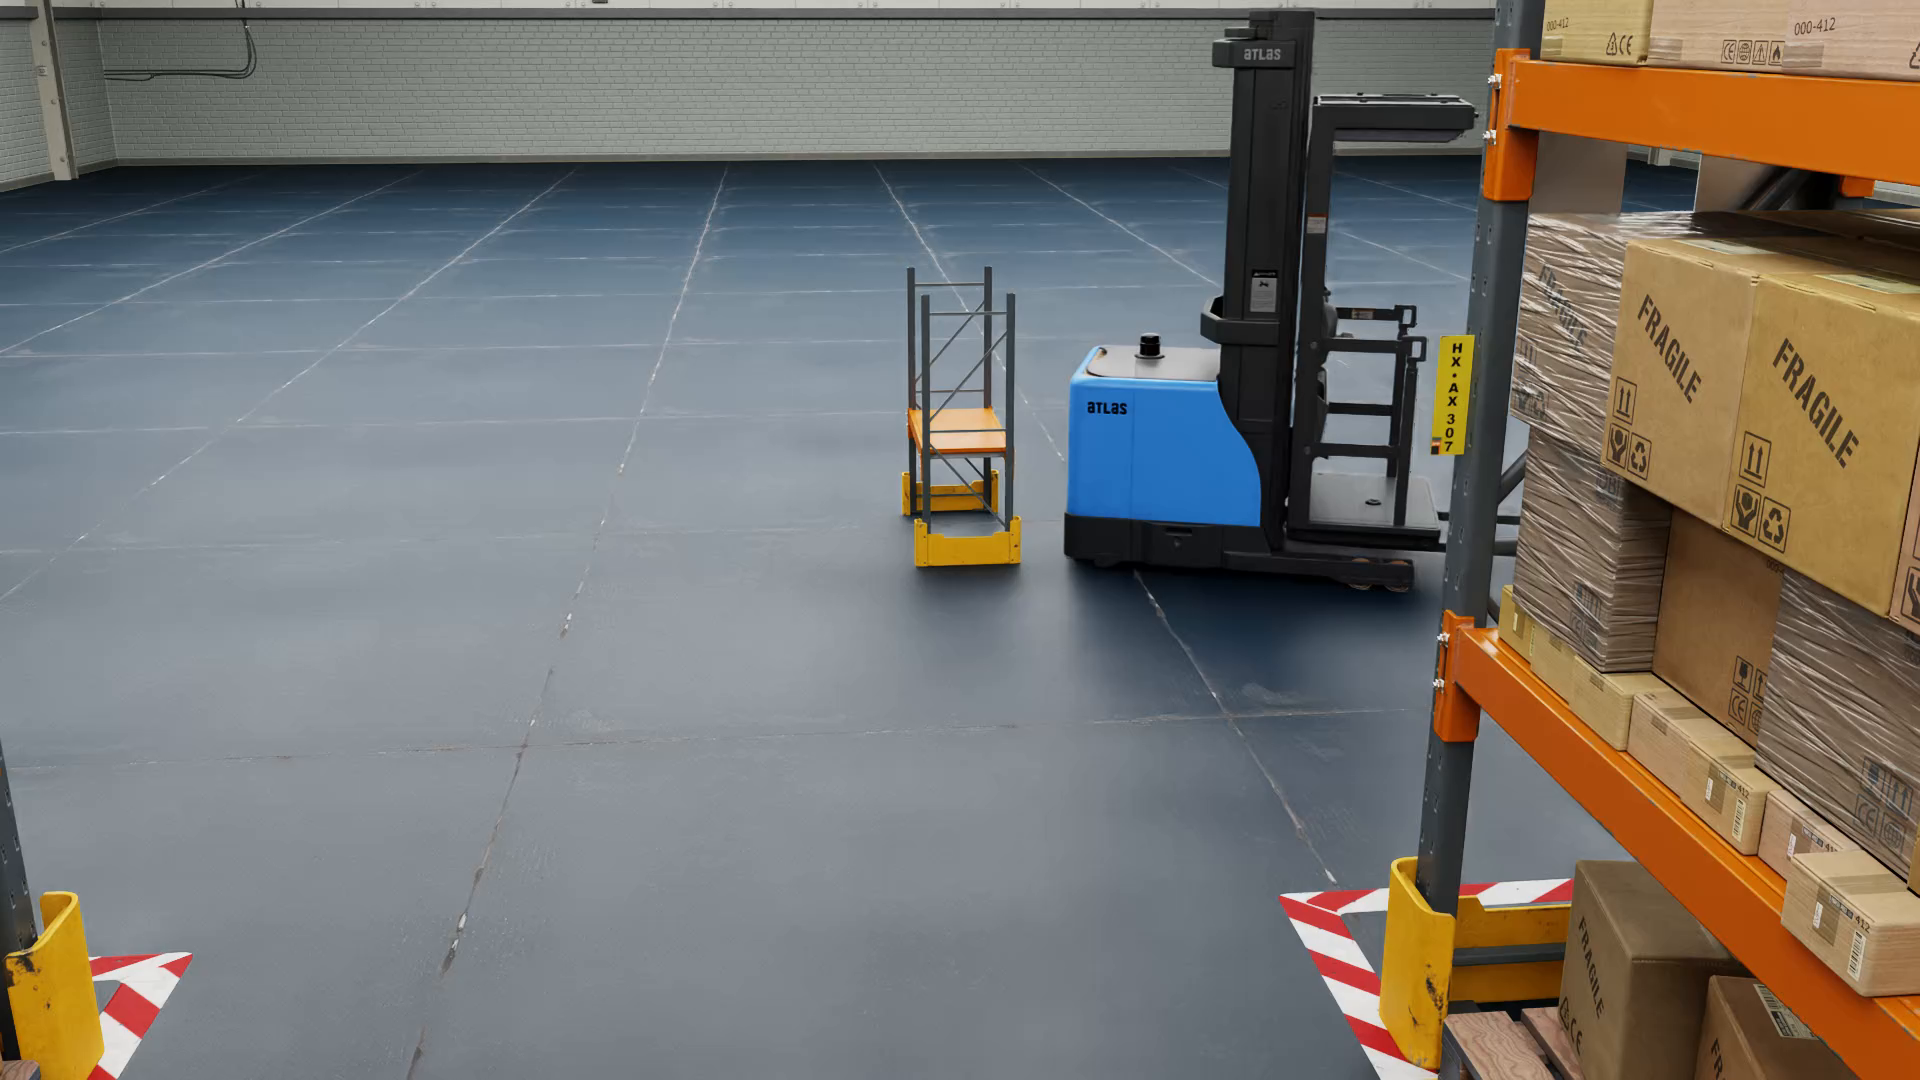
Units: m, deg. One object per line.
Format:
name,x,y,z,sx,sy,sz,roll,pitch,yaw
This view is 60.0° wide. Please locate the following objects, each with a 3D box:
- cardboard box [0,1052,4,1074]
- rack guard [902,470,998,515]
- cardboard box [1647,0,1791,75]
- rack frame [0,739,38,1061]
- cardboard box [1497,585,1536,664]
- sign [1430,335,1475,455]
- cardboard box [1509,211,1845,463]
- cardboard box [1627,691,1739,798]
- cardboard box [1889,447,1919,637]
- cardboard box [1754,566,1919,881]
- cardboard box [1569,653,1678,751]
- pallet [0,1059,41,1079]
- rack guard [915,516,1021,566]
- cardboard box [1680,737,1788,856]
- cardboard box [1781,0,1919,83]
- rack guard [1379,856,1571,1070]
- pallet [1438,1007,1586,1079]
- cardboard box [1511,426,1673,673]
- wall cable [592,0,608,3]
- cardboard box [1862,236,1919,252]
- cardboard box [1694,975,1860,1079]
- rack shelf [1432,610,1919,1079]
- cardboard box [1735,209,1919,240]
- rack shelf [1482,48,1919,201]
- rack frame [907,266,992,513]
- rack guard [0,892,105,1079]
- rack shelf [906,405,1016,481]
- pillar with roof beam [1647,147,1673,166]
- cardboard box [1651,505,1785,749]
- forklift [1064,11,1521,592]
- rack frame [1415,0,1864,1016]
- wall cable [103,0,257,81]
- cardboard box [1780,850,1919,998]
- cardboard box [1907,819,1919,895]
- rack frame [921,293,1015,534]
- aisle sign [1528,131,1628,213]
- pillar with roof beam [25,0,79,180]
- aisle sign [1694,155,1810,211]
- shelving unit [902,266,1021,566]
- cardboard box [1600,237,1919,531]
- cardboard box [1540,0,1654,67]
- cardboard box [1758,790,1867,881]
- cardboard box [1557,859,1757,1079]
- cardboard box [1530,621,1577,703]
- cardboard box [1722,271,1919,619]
cardboard box,-2.946,1.146,3.866,0.875,0.875,0.875,-2,18,-5
rack guard,-0.059,-0.290,10.185,0.587,0.250,0.087,-2,18,-6
cardboard box,1.714,-1.045,3.242,0.500,0.250,0.500,-2,18,-7
rack frame,-3.082,0.132,4.248,1.000,3.000,0.127,-2,18,-6
cardboard box,1.655,0.221,4.384,0.380,0.149,0.250,-2,18,-6
sign,1.323,-0.387,4.457,0.100,0.325,0.005,-2,18,-6
cardboard box,1.648,-0.485,3.882,0.500,0.500,0.500,-2,18,-6
cardboard box,1.719,0.445,3.671,0.380,0.149,0.250,-2,18,-6
cardboard box,1.803,-0.038,2.459,0.500,0.500,0.500,-2,18,-6
cardboard box,2.071,0.280,3.115,0.875,0.500,0.500,-2,18,-6
cardboard box,1.672,0.371,3.906,0.380,0.149,0.250,-2,18,-6
pallet,-2.921,1.698,3.915,1.003,0.211,1.213,-2,18,-6
rack guard,0.044,0.006,9.239,0.587,0.250,0.087,-2,18,-6
cardboard box,1.737,0.520,3.433,0.380,0.149,0.250,-2,18,-6
cardboard box,1.761,-0.898,2.772,0.500,0.250,0.500,-2,18,-6
rack guard,1.870,1.224,4.943,1.175,0.500,0.348,-2,18,-6
pallet,1.919,1.605,4.211,1.003,0.211,1.213,-2,18,-6
cardboard box,1.892,-0.016,4.056,0.875,0.500,0.500,-2,18,-6
wall cable,-6.395,-13.925,33.331,2.305,6.003,0.169,-2,18,-6
cardboard box,2.222,-0.353,3.459,0.500,0.500,0.500,-2,18,-6
cardboard box,2.006,1.365,3.794,0.500,0.500,0.500,3,18,9
rack shelf,2.069,0.948,2.850,1.077,0.370,4.000,-2,18,-6
cardboard box,2.165,-0.501,3.933,0.500,0.500,0.500,-2,18,-6
rack shelf,2.069,-0.483,2.401,1.077,0.370,4.000,-2,18,-6
rack frame,-0.061,-0.892,10.016,0.500,1.500,0.032,-2,18,-6
rack guard,-3.084,1.318,4.645,1.175,0.500,0.348,-2,18,-6
rack shelf,-0.009,-0.569,9.587,0.538,0.185,1.000,-2,18,-6
pillar with roof beam,10.200,-11.935,32.671,9.100,9.000,0.400,-2,18,-6
cardboard box,2.063,0.129,3.593,0.875,0.500,0.500,-2,18,-6
forklift,2.145,-1.295,8.910,3.031,2.935,1.130,4,18,11
rack frame,1.862,0.009,4.640,1.000,3.000,0.127,-2,18,-6
wall cable,-15.839,-10.532,33.386,3.097,2.526,0.112,-2,18,-6
cardboard box,1.713,0.671,2.951,0.380,0.149,0.250,-2,18,-6
cardboard box,2.111,0.429,2.639,0.875,0.500,0.500,-2,18,-6
rack frame,0.044,-0.590,9.051,0.500,1.500,0.032,-2,18,-6
aisle sign,1.558,-1.240,4.280,0.394,0.787,0.004,-2,18,-6
pillar with roof beam,-12.568,-11.228,30.419,9.100,9.000,0.400,-2,18,-6
aisle sign,2.154,-1.259,4.339,0.394,0.787,0.004,-2,18,-6
shelving unit,-0.008,-0.738,9.525,0.587,1.500,1.083,-2,18,-6
cardboard box,1.693,-0.336,3.407,0.500,0.500,0.500,-2,18,-6
cardboard box,1.655,-1.199,3.731,0.500,0.250,0.500,-1,17,-4
cardboard box,1.790,0.593,3.198,0.380,0.149,0.250,-2,18,-6
cardboard box,1.910,1.188,4.358,0.500,0.500,0.500,1,17,5
cardboard box,1.661,0.296,4.145,0.380,0.149,0.250,-2,18,-6
cardboard box,1.746,-0.187,2.933,0.500,0.500,0.500,-2,18,-6
